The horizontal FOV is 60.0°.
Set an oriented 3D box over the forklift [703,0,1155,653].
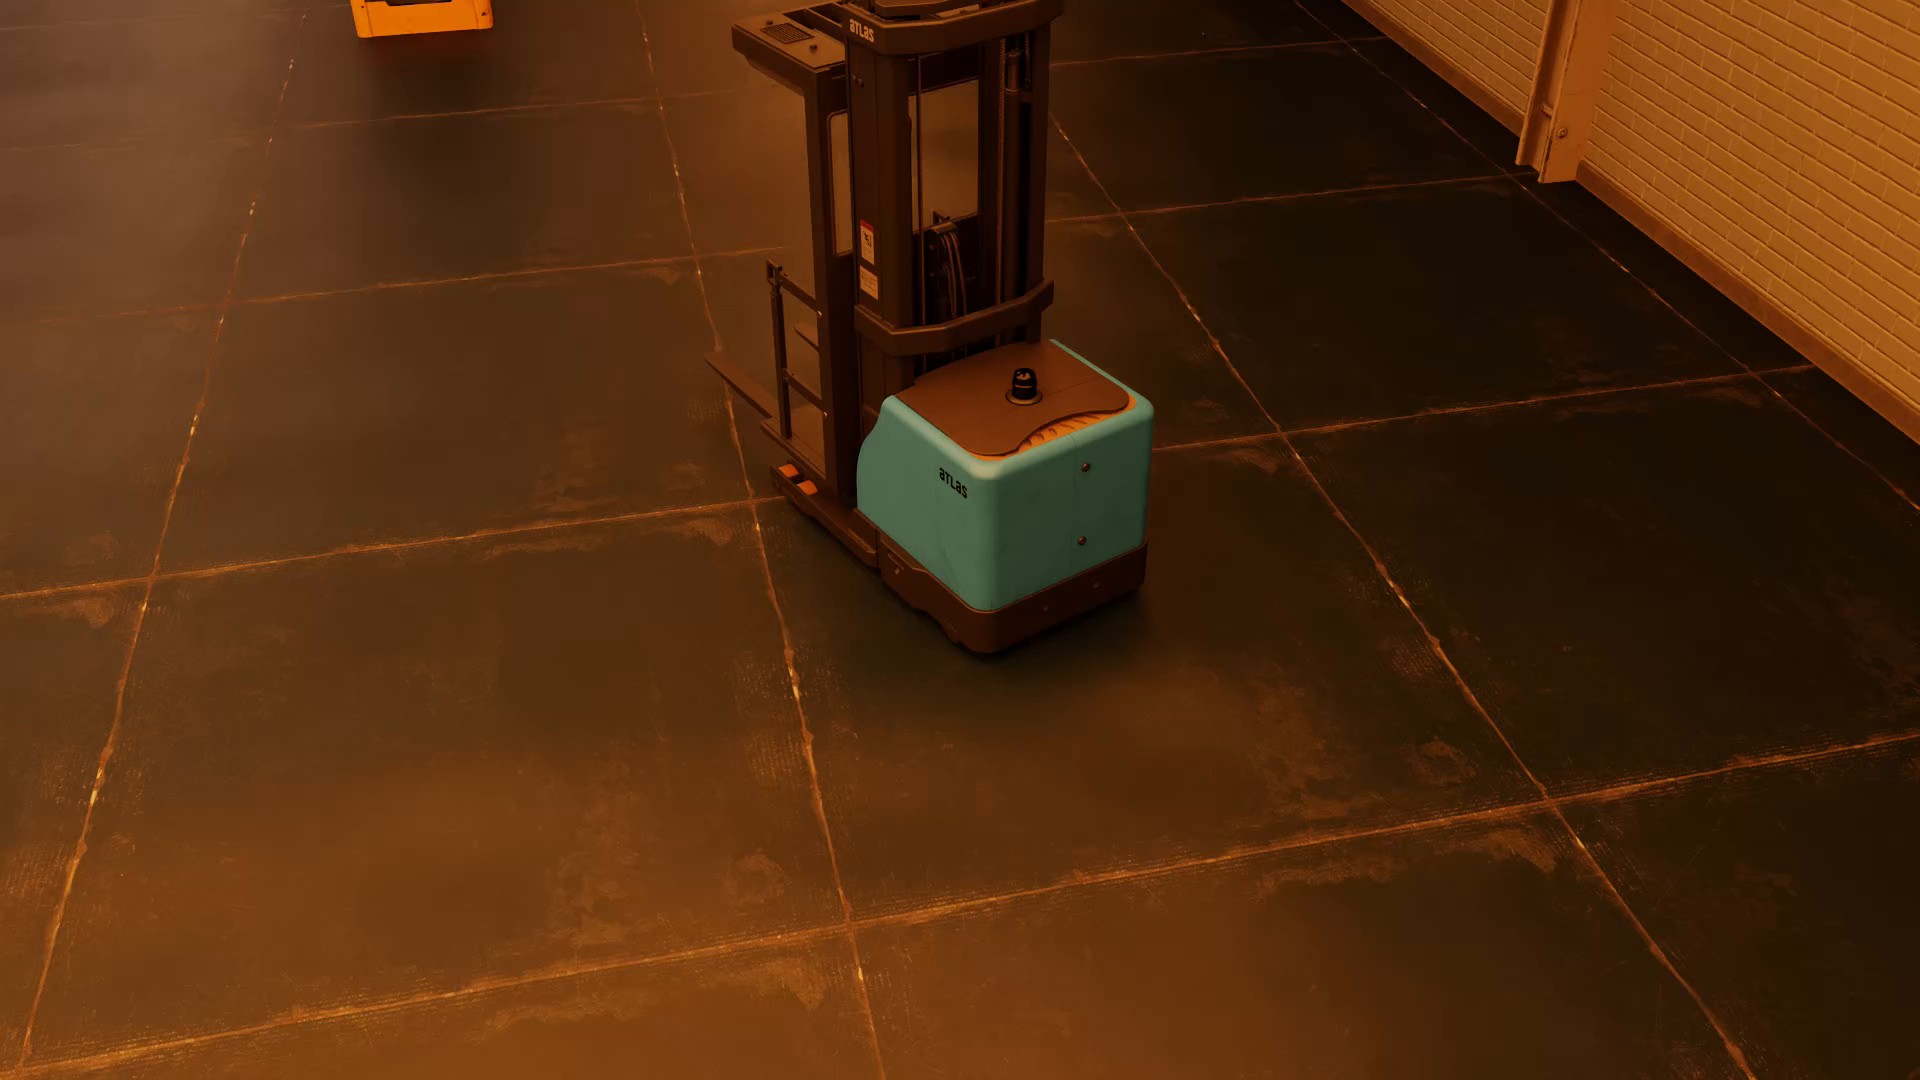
[{"bbox_3d":[-0.350,-1.480,8.107,1.130,2.935,3.031,-22,41,-28],"label":"forklift"}]
